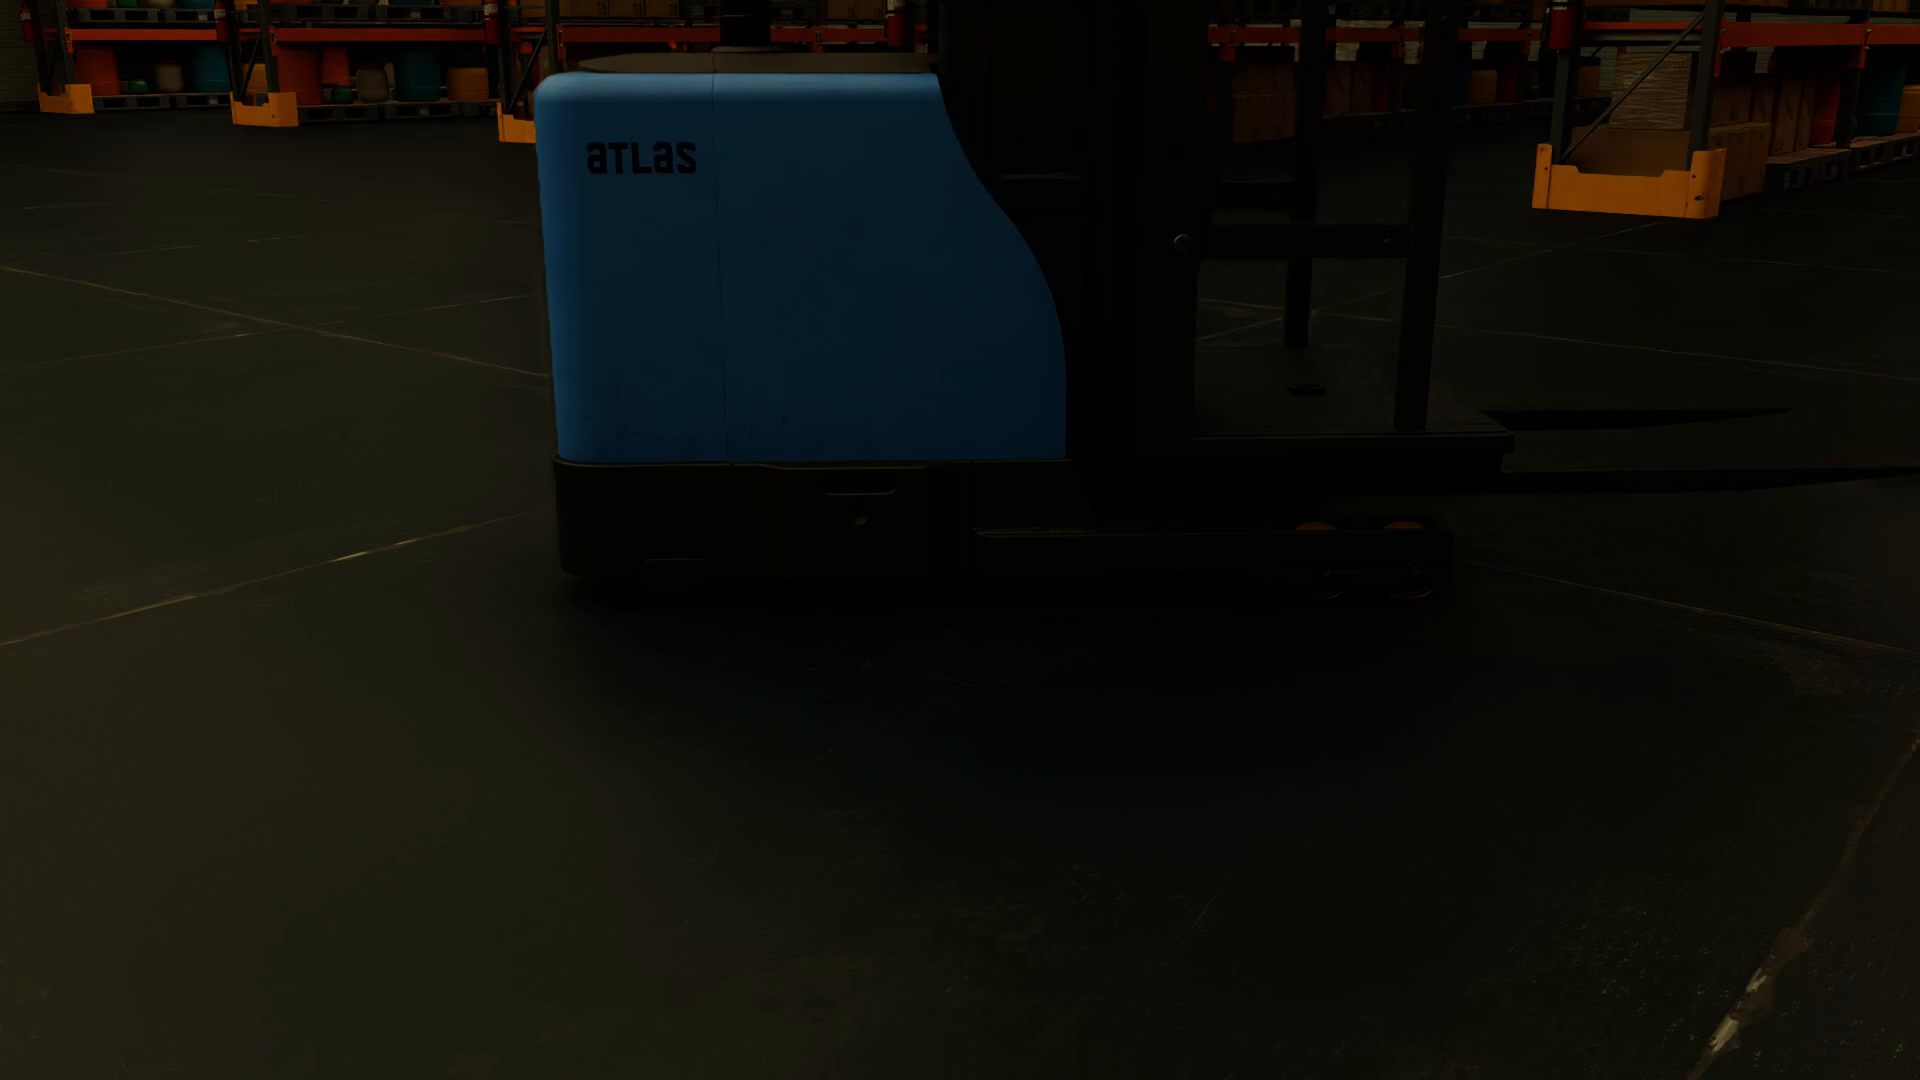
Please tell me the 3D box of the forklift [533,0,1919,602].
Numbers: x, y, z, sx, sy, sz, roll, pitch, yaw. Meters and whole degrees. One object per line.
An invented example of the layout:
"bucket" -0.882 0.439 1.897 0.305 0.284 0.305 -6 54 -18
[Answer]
"forklift" 0.646 -1.426 3.593 3.031 2.935 1.130 -1 17 -3
